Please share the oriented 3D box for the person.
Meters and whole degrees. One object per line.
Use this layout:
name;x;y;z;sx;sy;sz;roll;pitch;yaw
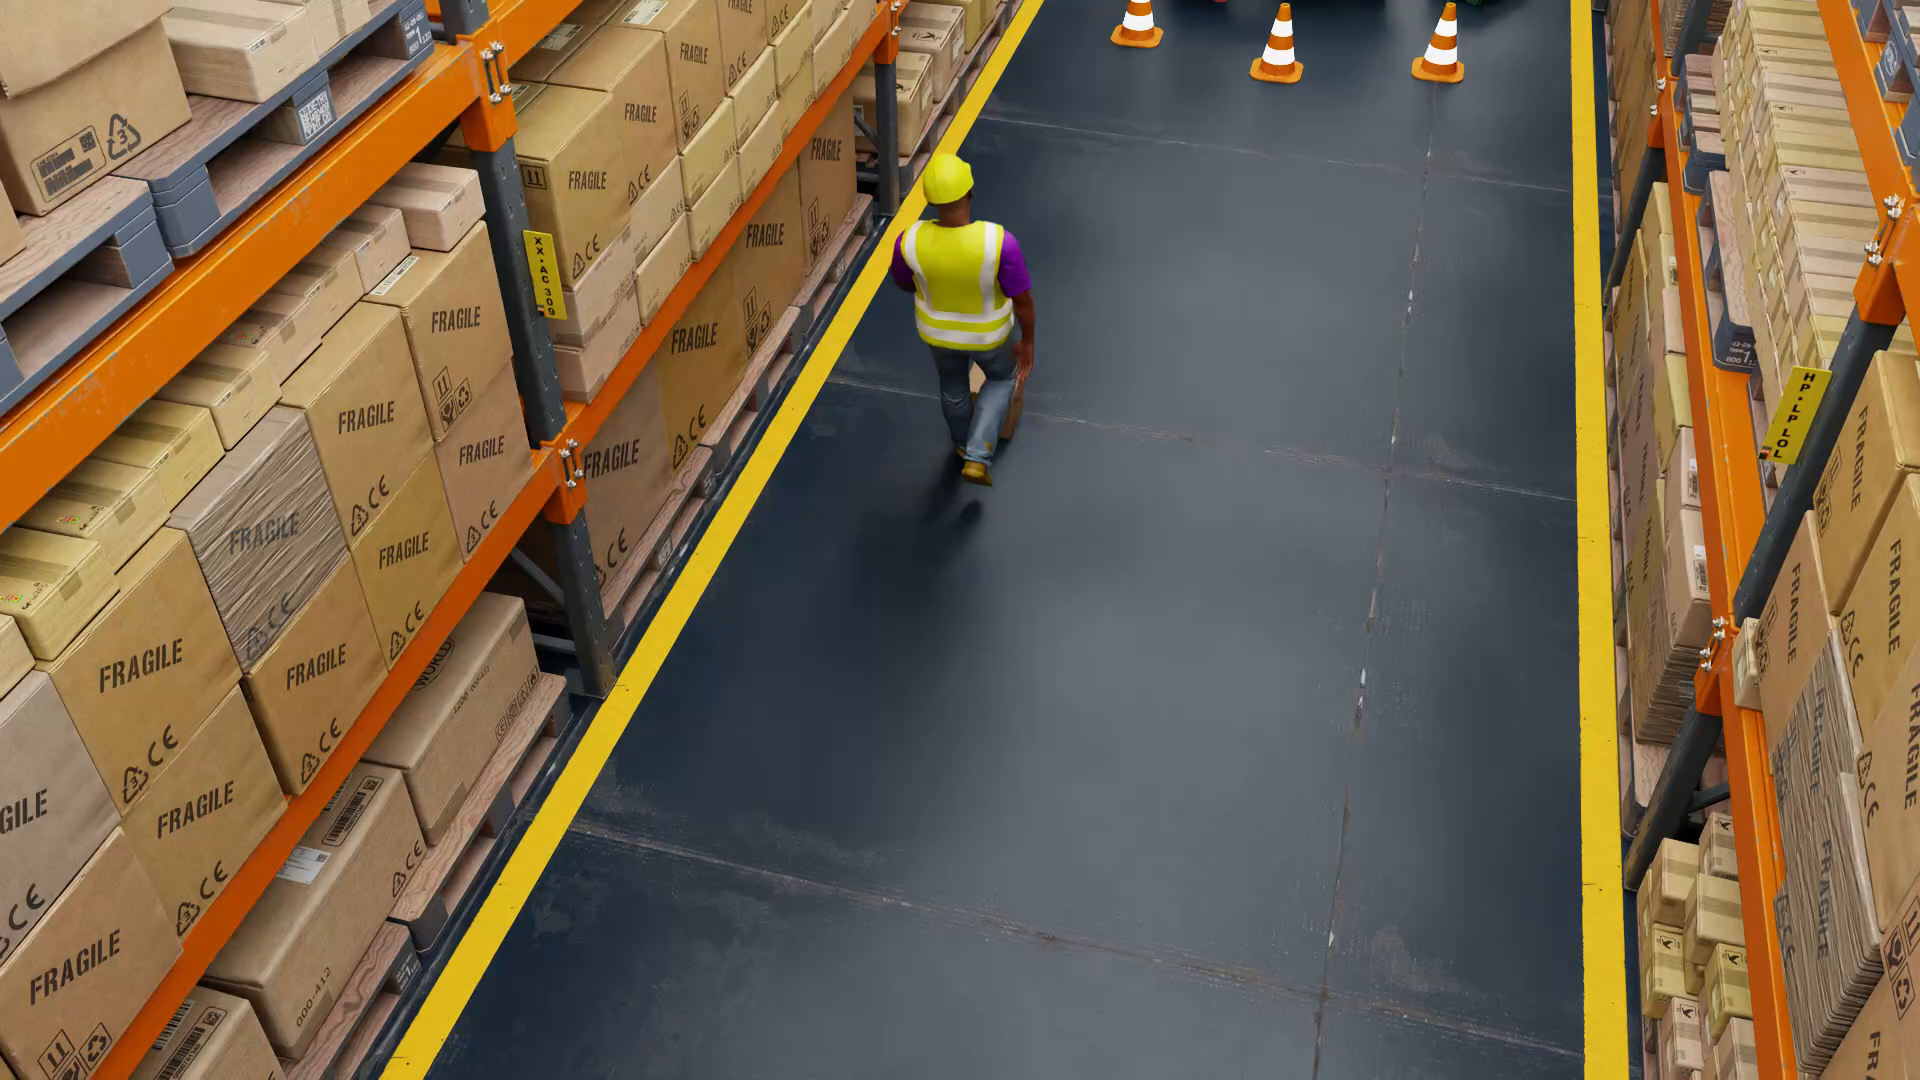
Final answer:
person;0.043;-0.991;7.302;0.636;1.722;0.761;6;41;7
